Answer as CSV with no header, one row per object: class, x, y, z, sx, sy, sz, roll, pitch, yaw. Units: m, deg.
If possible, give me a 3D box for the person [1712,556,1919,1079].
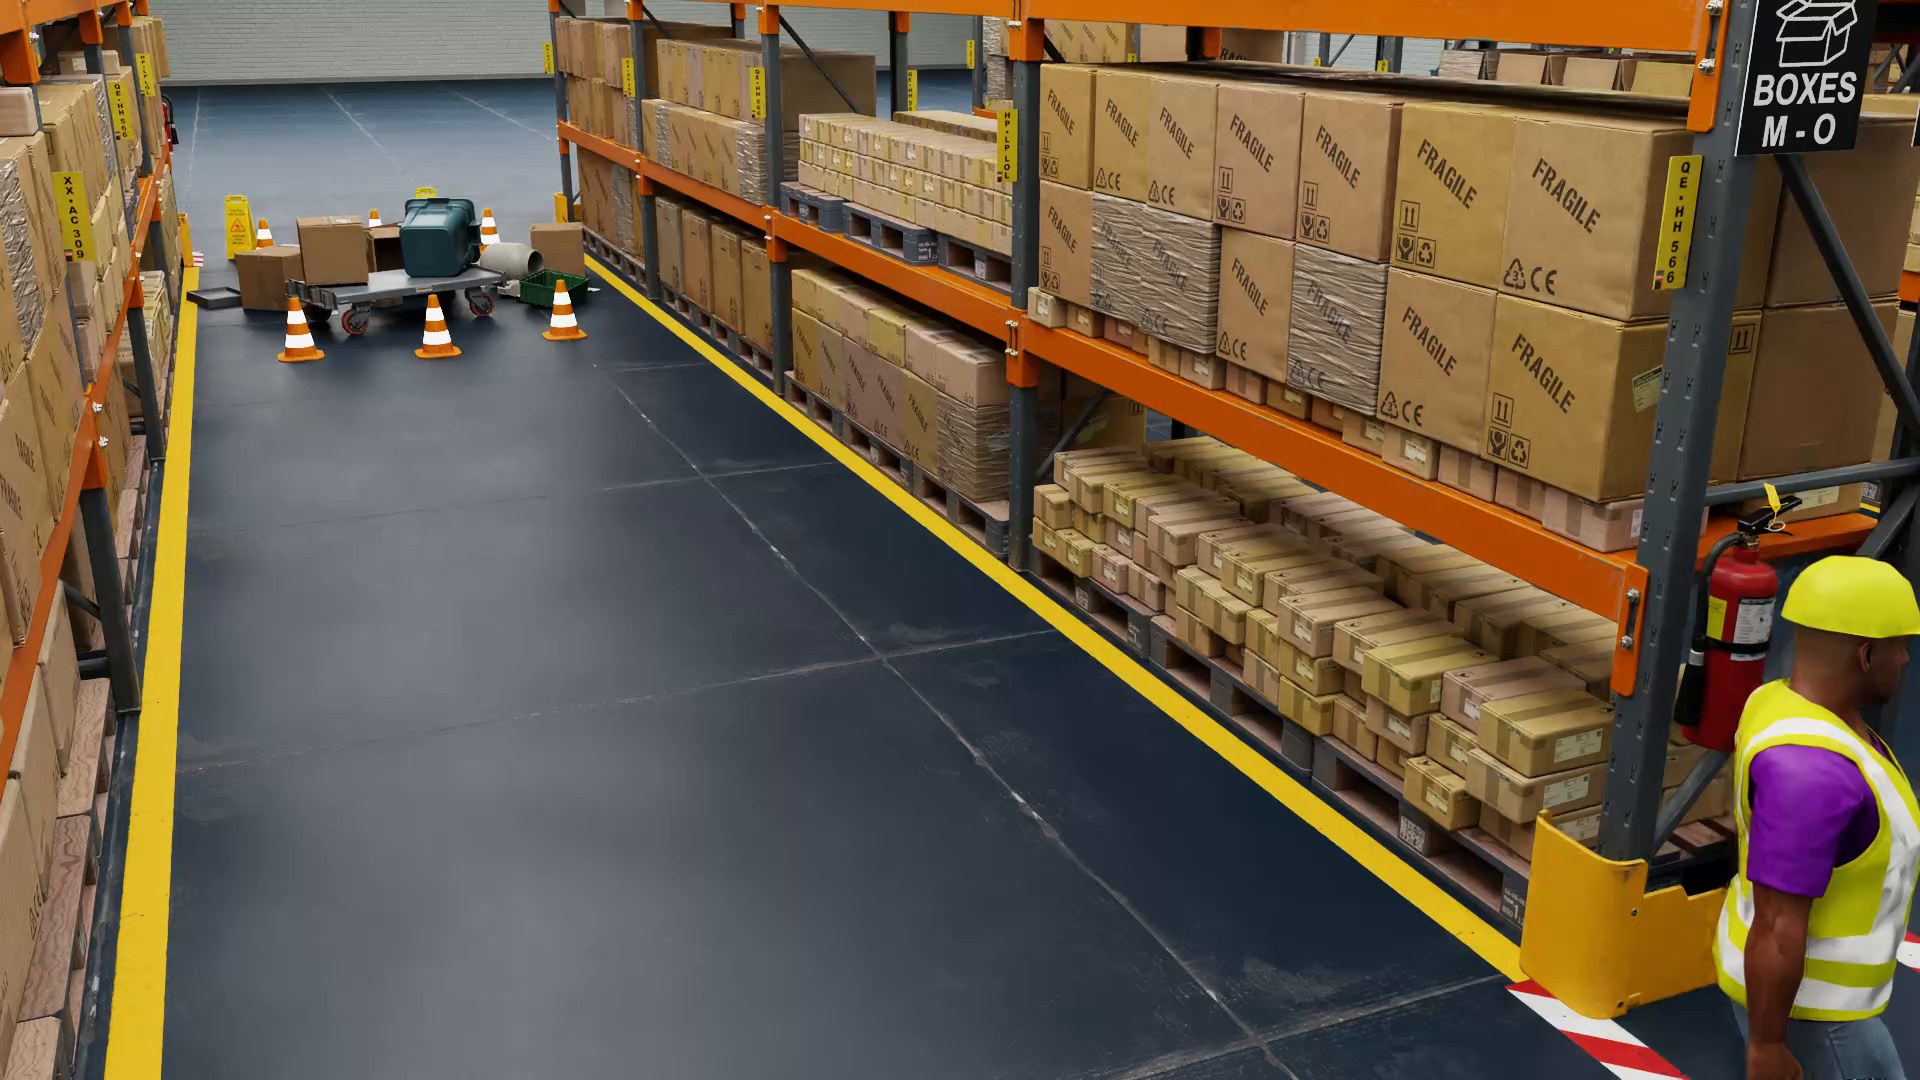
person,1.718,0.902,3.307,0.460,1.754,0.654,8,20,23
